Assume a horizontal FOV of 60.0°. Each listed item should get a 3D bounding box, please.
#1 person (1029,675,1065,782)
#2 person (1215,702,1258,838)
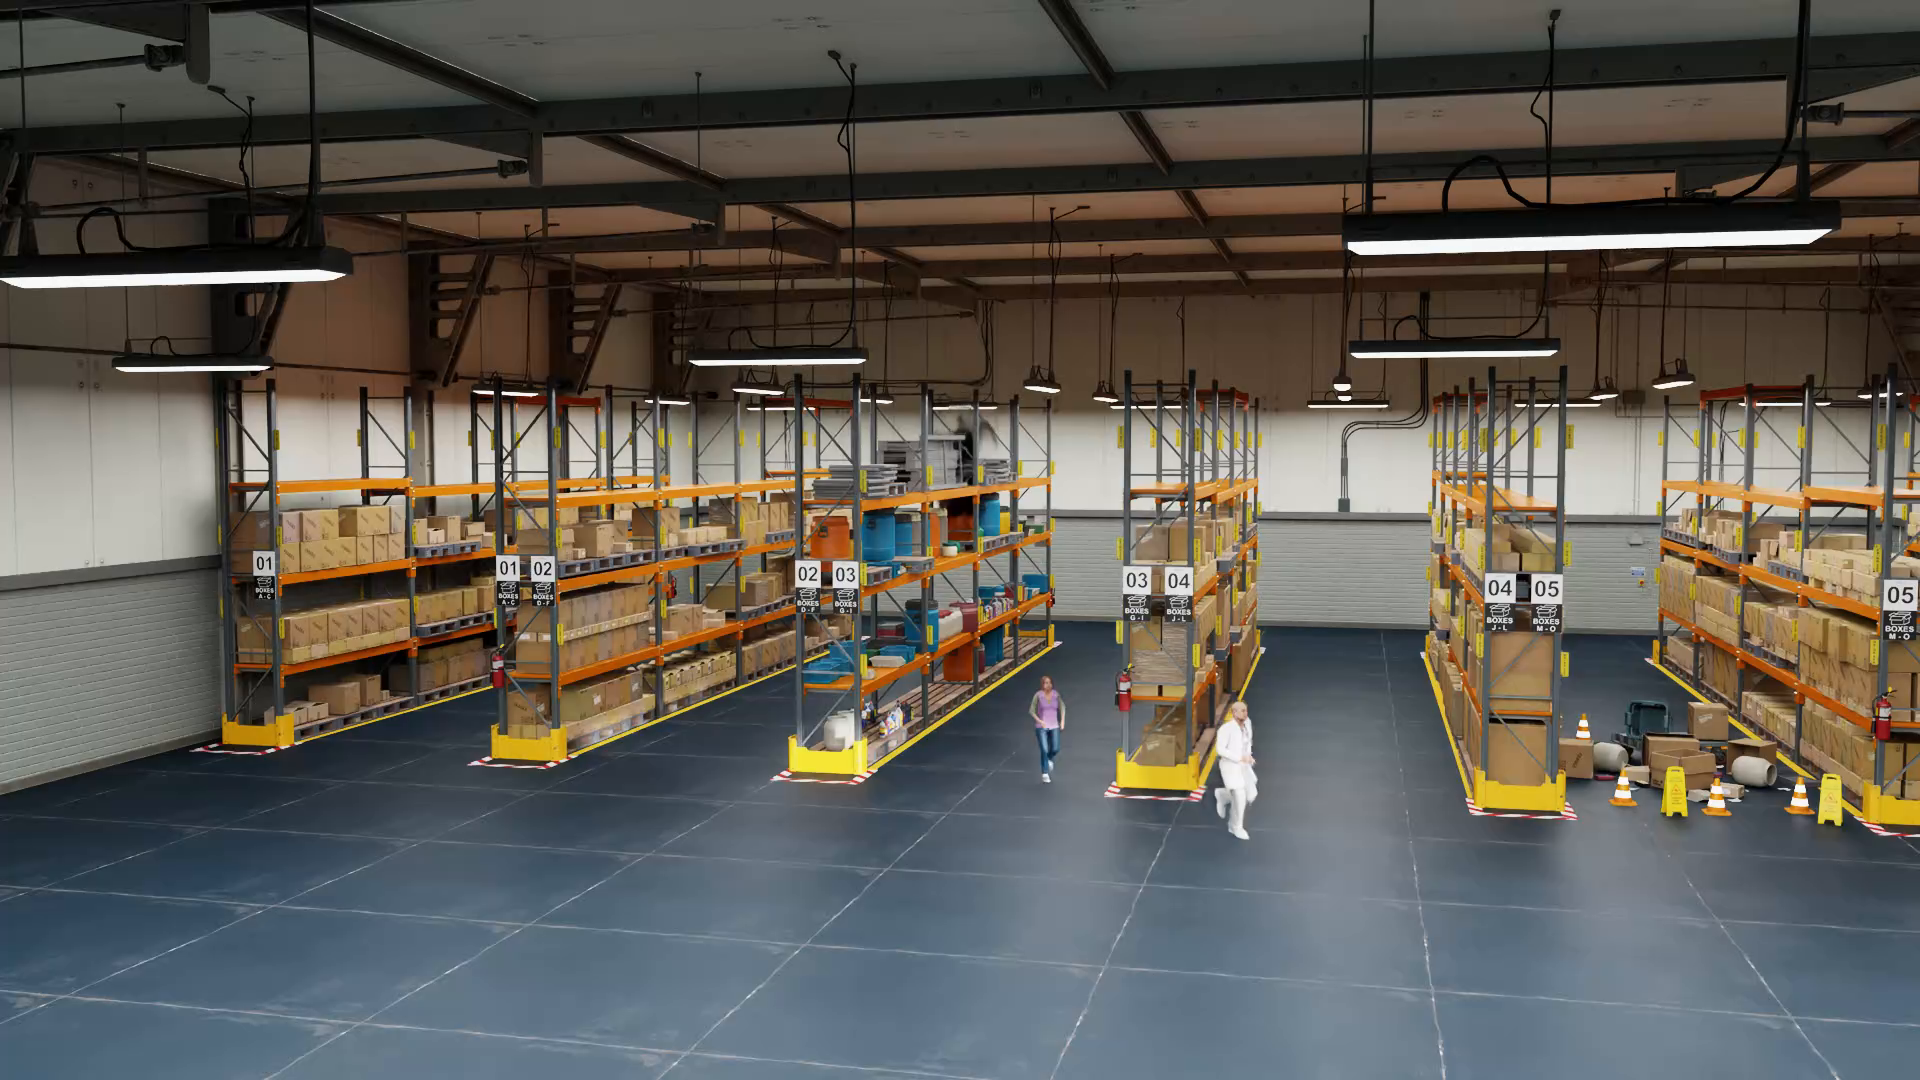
[{"bbox_3d":[1.293,2.766,24.439,0.574,1.564,0.565,-1,3,-11],"label":"person"},{"bbox_3d":[3.504,2.895,21.025,0.759,1.732,0.728,-3,4,-40],"label":"person"}]
